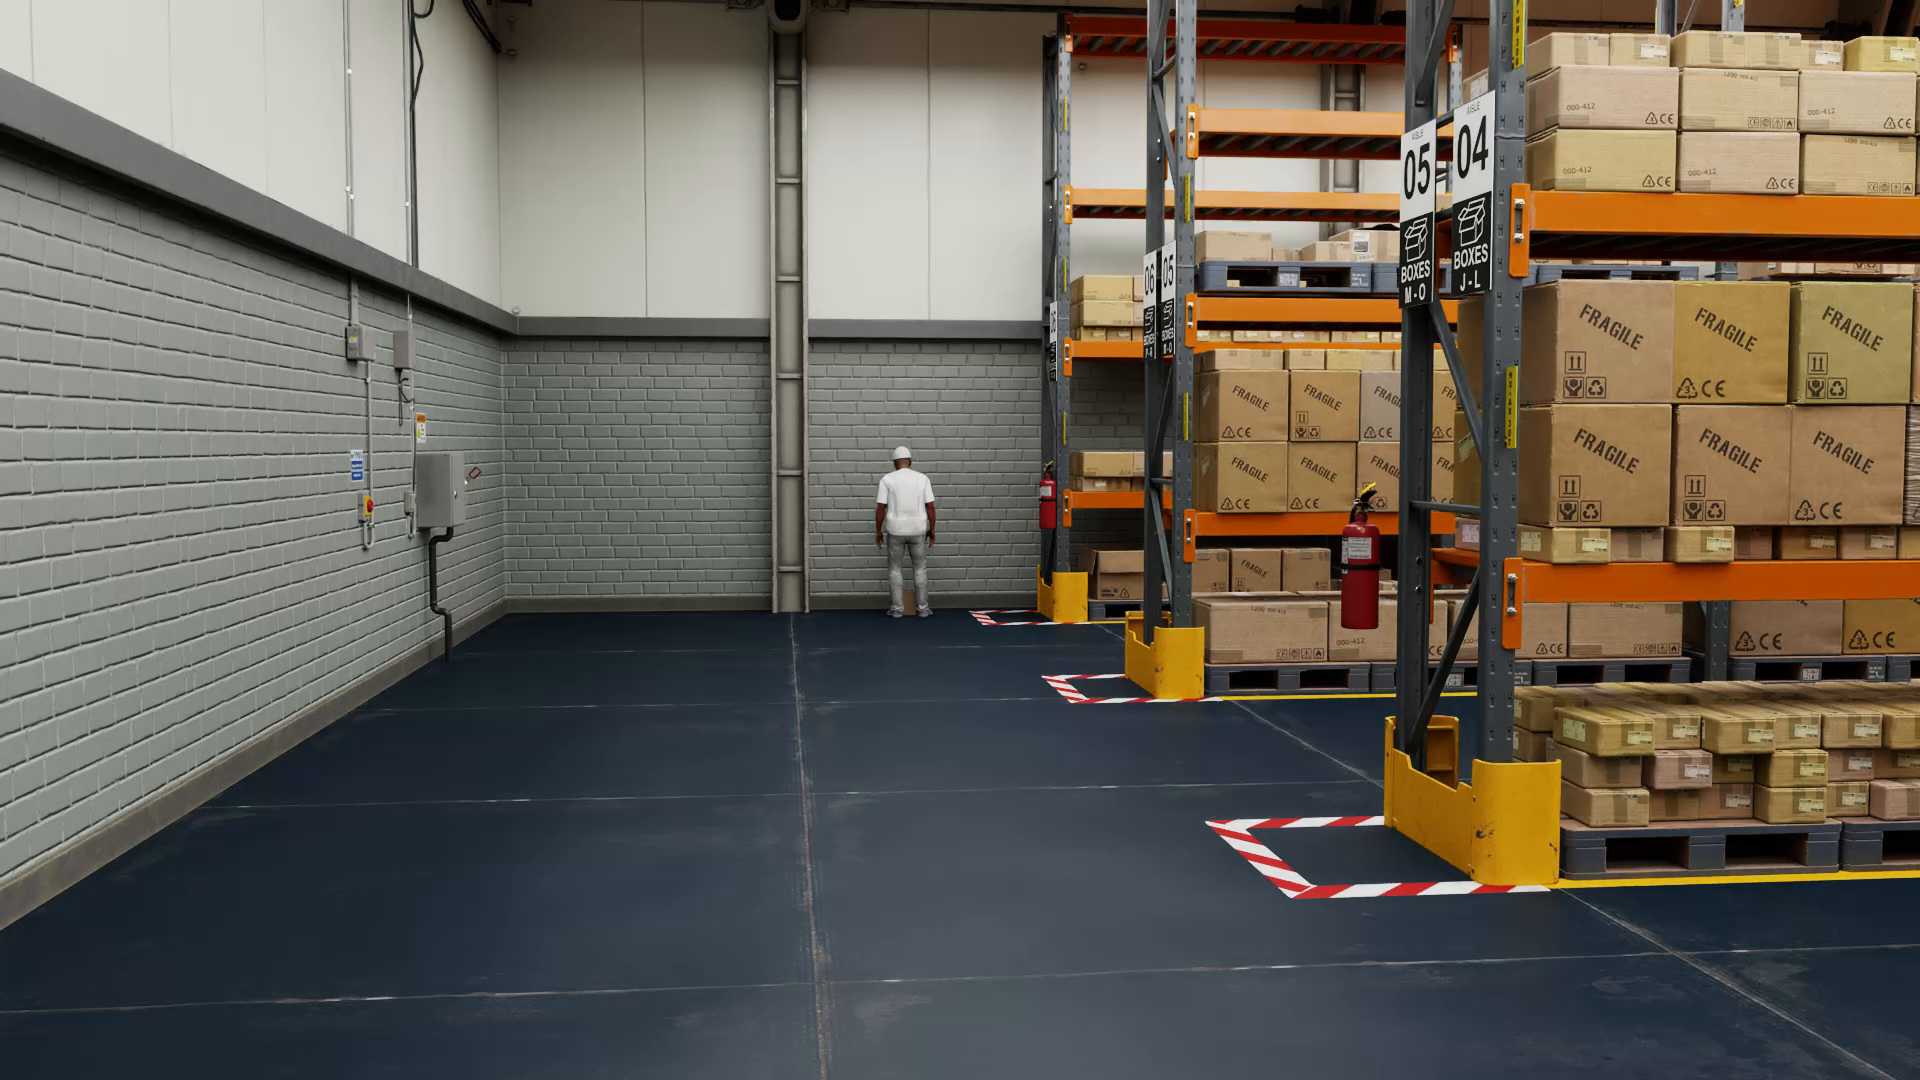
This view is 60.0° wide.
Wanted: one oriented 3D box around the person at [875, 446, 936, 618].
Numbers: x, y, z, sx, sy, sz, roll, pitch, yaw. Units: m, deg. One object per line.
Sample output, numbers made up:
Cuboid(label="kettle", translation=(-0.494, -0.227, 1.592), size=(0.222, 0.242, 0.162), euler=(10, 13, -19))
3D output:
Cuboid(label="person", translation=(-0.563, -0.087, 17.137), size=(0.629, 1.759, 0.460), euler=(-1, 3, -10))
